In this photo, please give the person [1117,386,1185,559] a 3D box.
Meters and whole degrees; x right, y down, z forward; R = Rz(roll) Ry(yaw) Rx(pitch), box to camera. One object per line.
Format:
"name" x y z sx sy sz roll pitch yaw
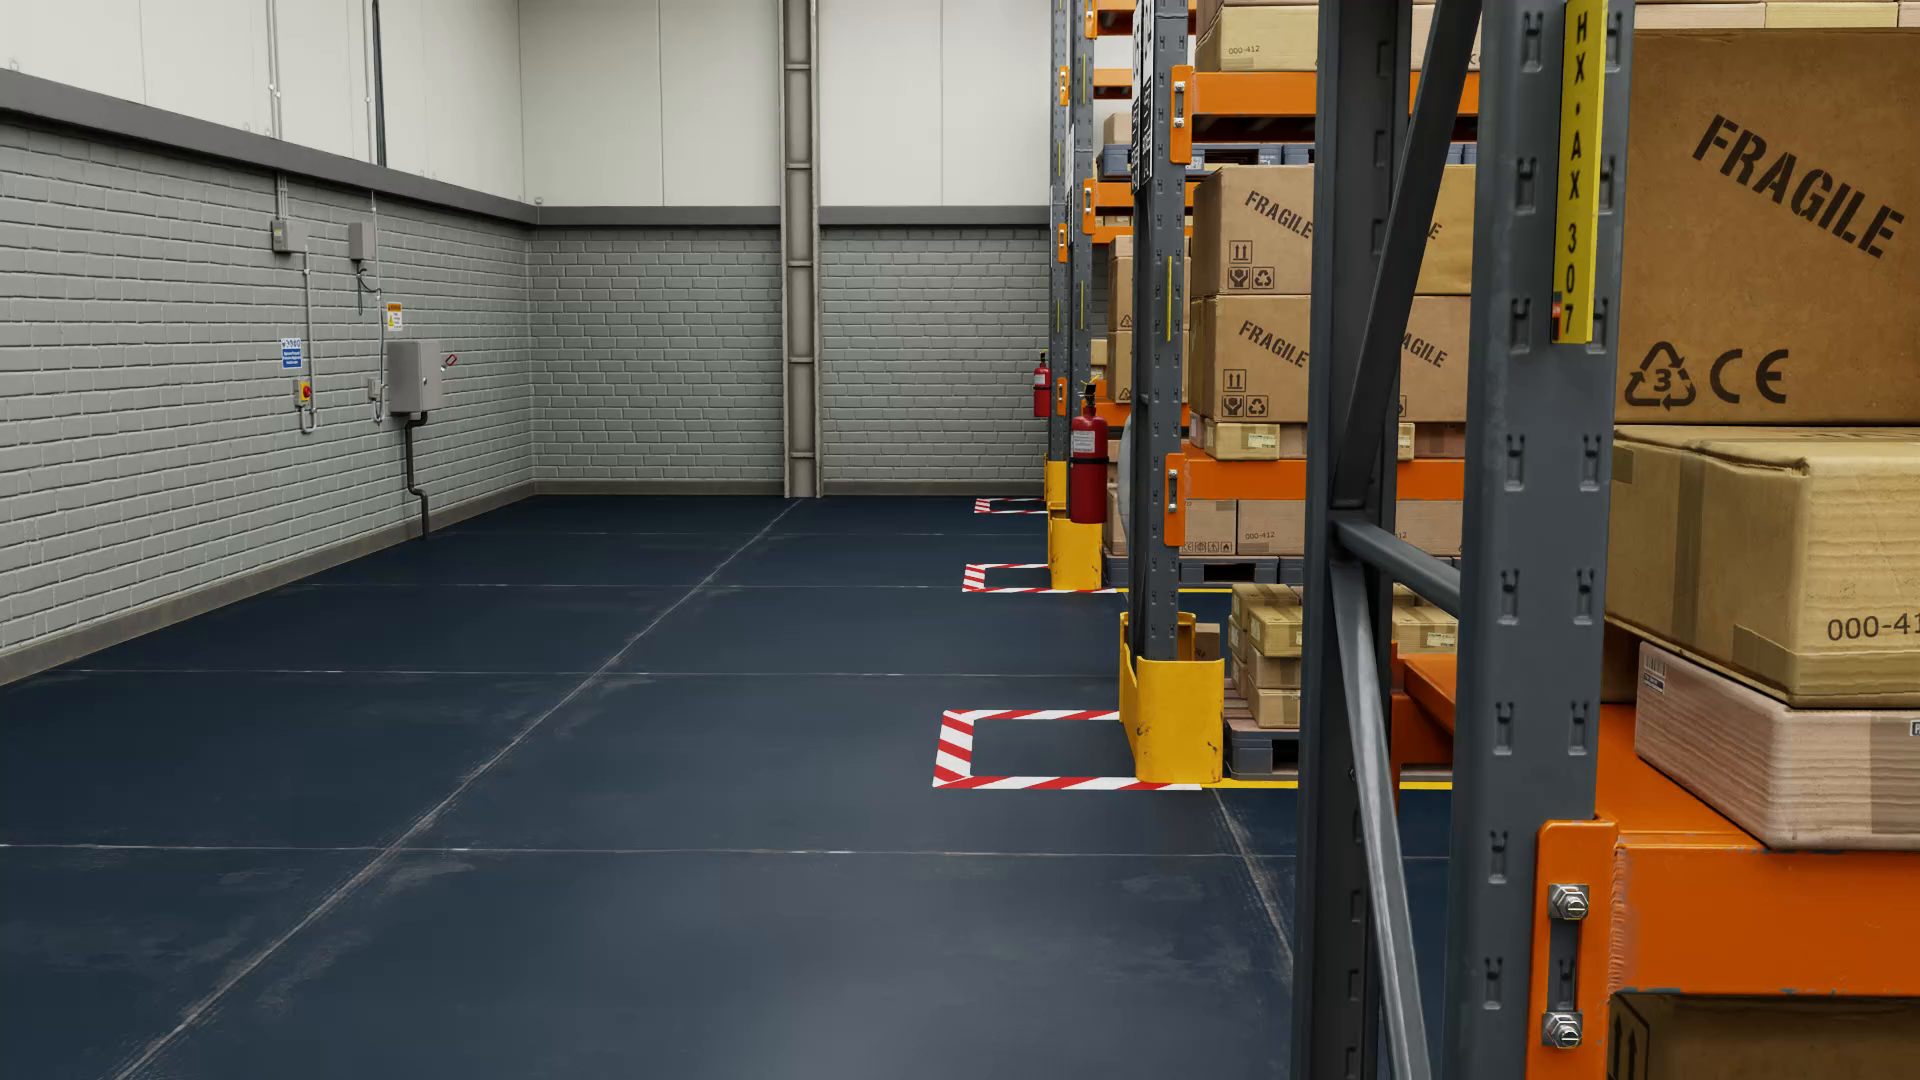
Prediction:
"person" 1.008 -0.125 8.754 0.361 1.673 0.511 1 7 7
